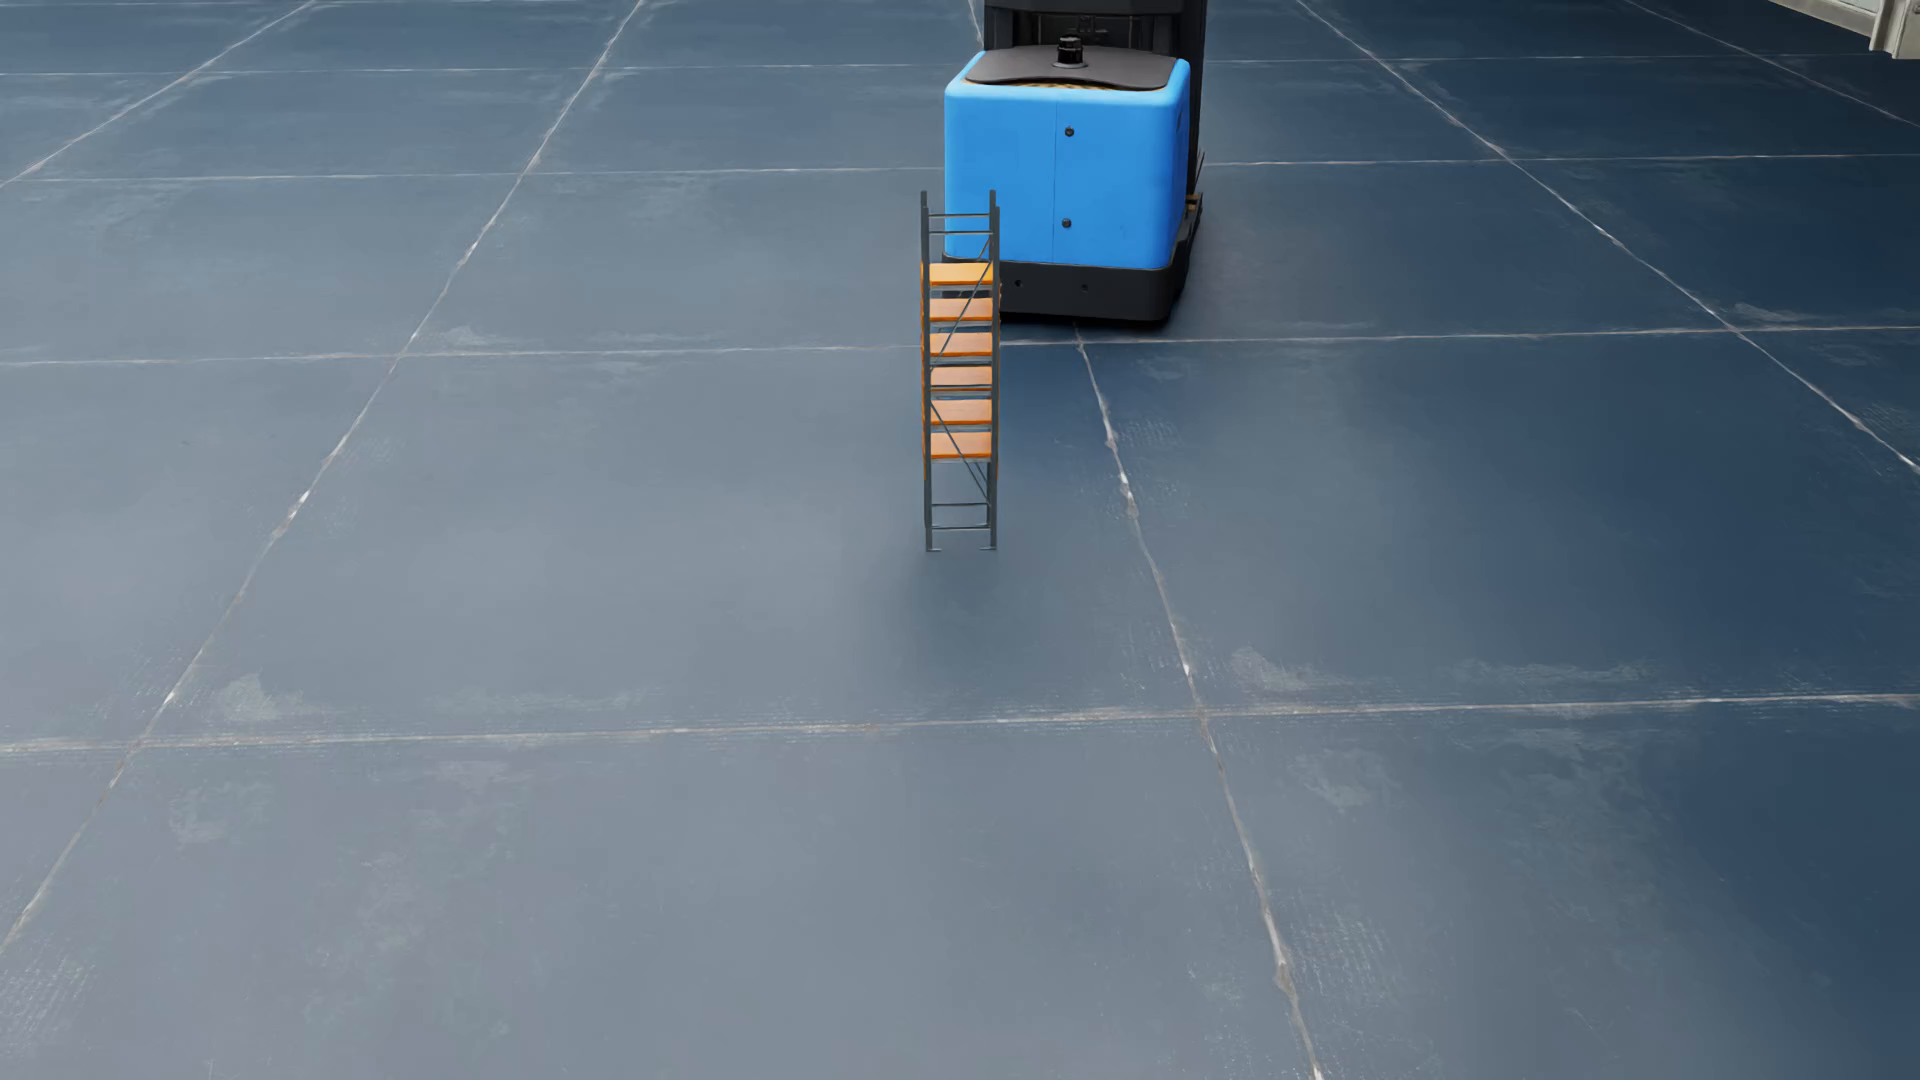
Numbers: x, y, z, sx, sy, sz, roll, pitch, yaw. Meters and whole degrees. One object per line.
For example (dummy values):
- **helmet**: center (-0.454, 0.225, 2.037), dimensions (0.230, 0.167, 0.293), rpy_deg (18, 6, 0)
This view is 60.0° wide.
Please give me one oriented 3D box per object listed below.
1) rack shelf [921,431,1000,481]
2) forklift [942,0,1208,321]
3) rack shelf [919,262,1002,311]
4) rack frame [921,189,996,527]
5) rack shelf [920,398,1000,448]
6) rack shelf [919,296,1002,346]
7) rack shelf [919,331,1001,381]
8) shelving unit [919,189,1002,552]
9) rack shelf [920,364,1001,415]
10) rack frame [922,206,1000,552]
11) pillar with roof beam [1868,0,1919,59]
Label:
- **rack shelf**: center (-0.001, -0.286, 5.617), dimensions (0.258, 0.103, 0.180), rpy_deg (-1, 28, -3)
- **forklift**: center (0.709, -2.946, 8.229), dimensions (1.130, 2.935, 3.031), rpy_deg (5, 28, 10)
- **rack shelf**: center (-0.001, -0.818, 5.339), dimensions (0.258, 0.103, 0.180), rpy_deg (-1, 28, -3)
- **rack frame**: center (-0.006, -0.581, 5.566), dimensions (0.240, 1.200, 0.006), rpy_deg (-1, 28, -3)
- **rack shelf**: center (-0.001, -0.393, 5.561), dimensions (0.258, 0.103, 0.180), rpy_deg (-1, 28, -3)
- **rack shelf**: center (-0.001, -0.712, 5.395), dimensions (0.258, 0.103, 0.180), rpy_deg (-1, 28, -3)
- **rack shelf**: center (-0.001, -0.606, 5.450), dimensions (0.258, 0.103, 0.180), rpy_deg (-1, 28, -3)
- **shelving unit**: center (-0.001, -0.539, 5.485), dimensions (0.258, 1.200, 0.189), rpy_deg (-1, 28, -3)
- **rack shelf**: center (-0.001, -0.499, 5.506), dimensions (0.258, 0.103, 0.180), rpy_deg (-1, 28, -3)
- **rack frame**: center (0.004, -0.496, 5.404), dimensions (0.240, 1.200, 0.006), rpy_deg (-1, 28, -3)
- **pillar with roof beam**: center (3.102, -7.712, 10.805), dimensions (9.100, 9.000, 0.400), rpy_deg (-1, 28, -3)
